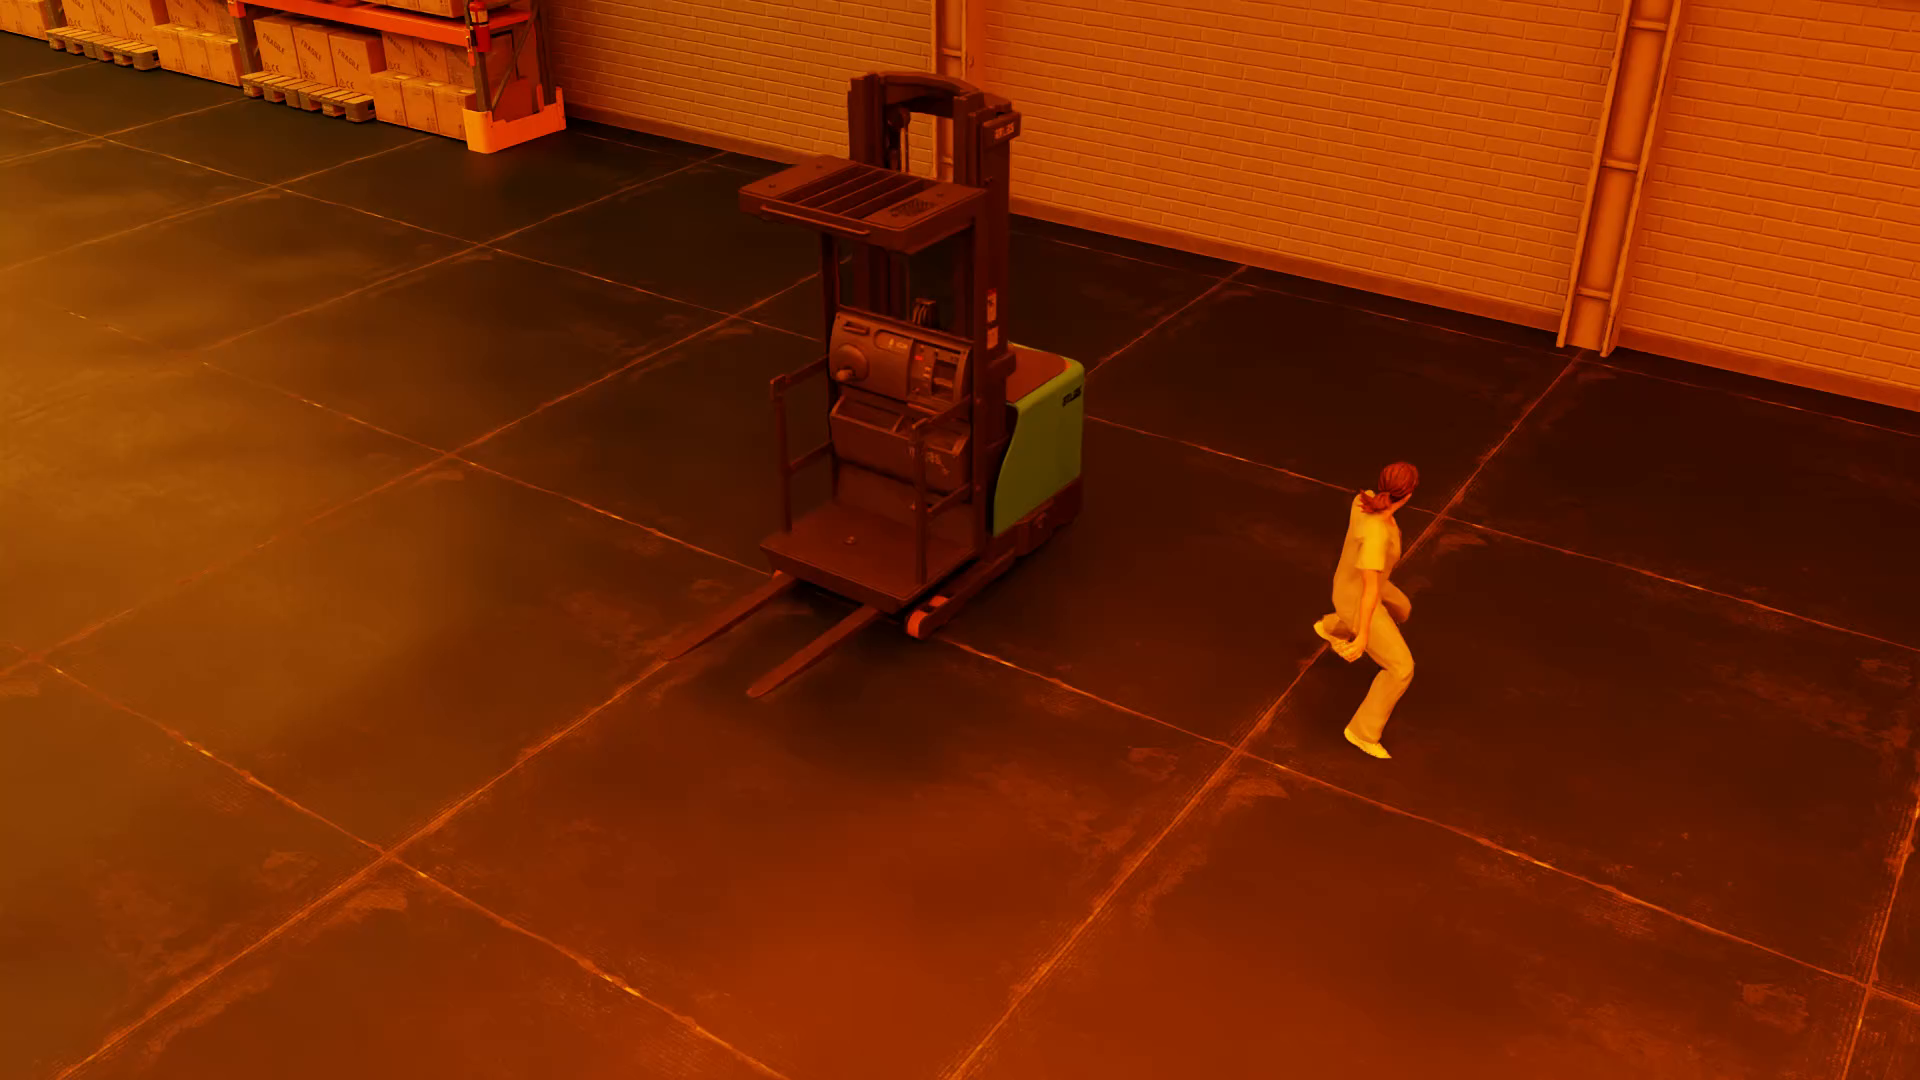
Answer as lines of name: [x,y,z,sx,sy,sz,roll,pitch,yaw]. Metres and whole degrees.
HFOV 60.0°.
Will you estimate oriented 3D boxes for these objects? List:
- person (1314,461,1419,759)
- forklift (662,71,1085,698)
person: [2.104,0.301,8.529,0.508,1.567,1.062,7,31,11]
forklift: [-0.470,-0.972,9.255,1.130,2.935,3.031,19,35,30]
